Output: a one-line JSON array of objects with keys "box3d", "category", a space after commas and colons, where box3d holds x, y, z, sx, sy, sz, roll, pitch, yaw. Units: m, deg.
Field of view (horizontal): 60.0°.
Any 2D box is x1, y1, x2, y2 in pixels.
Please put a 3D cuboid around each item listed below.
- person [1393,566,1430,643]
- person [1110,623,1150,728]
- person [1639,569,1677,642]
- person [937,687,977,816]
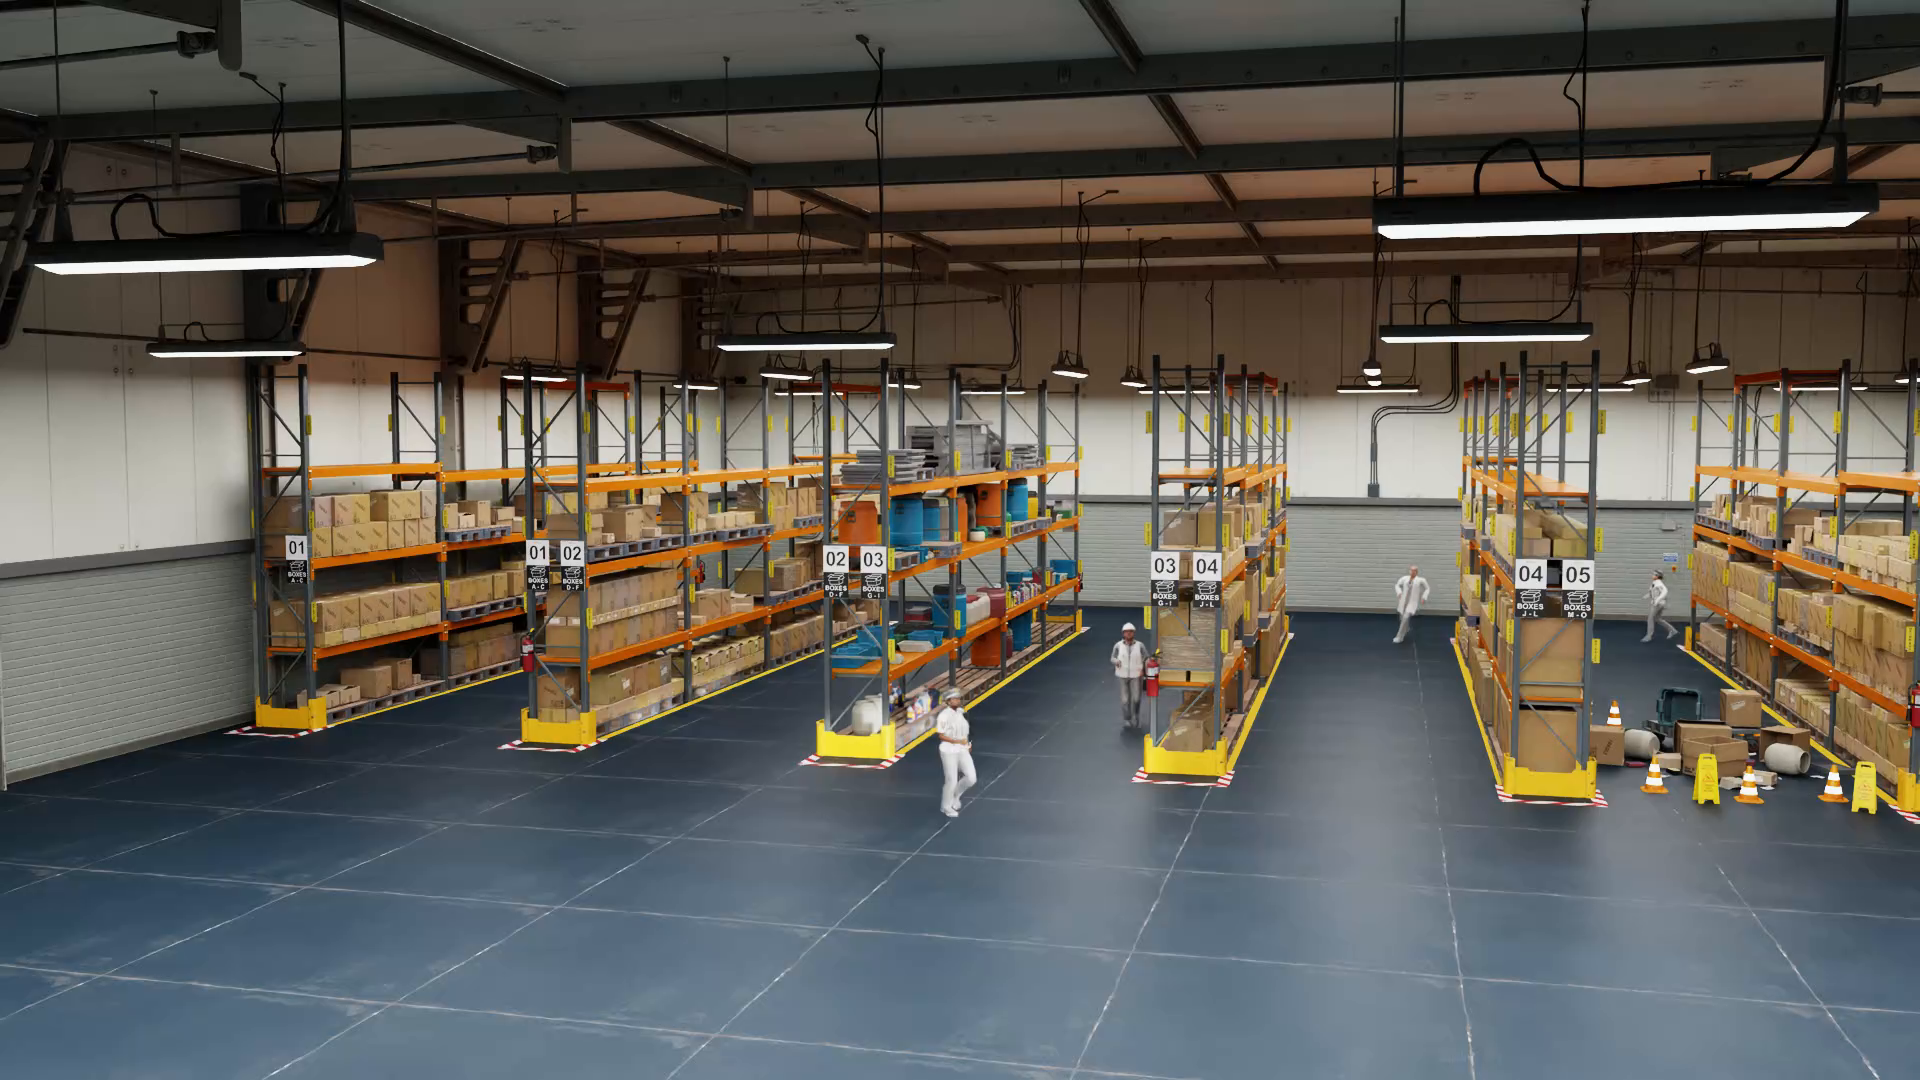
[{"box3d": [10.384, 1.468, 38.361, 0.769, 1.743, 1.050, 3, 5, 36], "category": "person"}, {"box3d": [2.789, 2.240, 27.323, 0.647, 1.735, 0.602, 0, 4, 7], "category": "person"}, {"box3d": [16.131, 1.514, 38.361, 0.820, 1.710, 0.637, 2, 4, 23], "category": "person"}, {"box3d": [-0.026, 2.704, 21.235, 0.559, 1.662, 0.578, -3, 5, -40], "category": "person"}]
